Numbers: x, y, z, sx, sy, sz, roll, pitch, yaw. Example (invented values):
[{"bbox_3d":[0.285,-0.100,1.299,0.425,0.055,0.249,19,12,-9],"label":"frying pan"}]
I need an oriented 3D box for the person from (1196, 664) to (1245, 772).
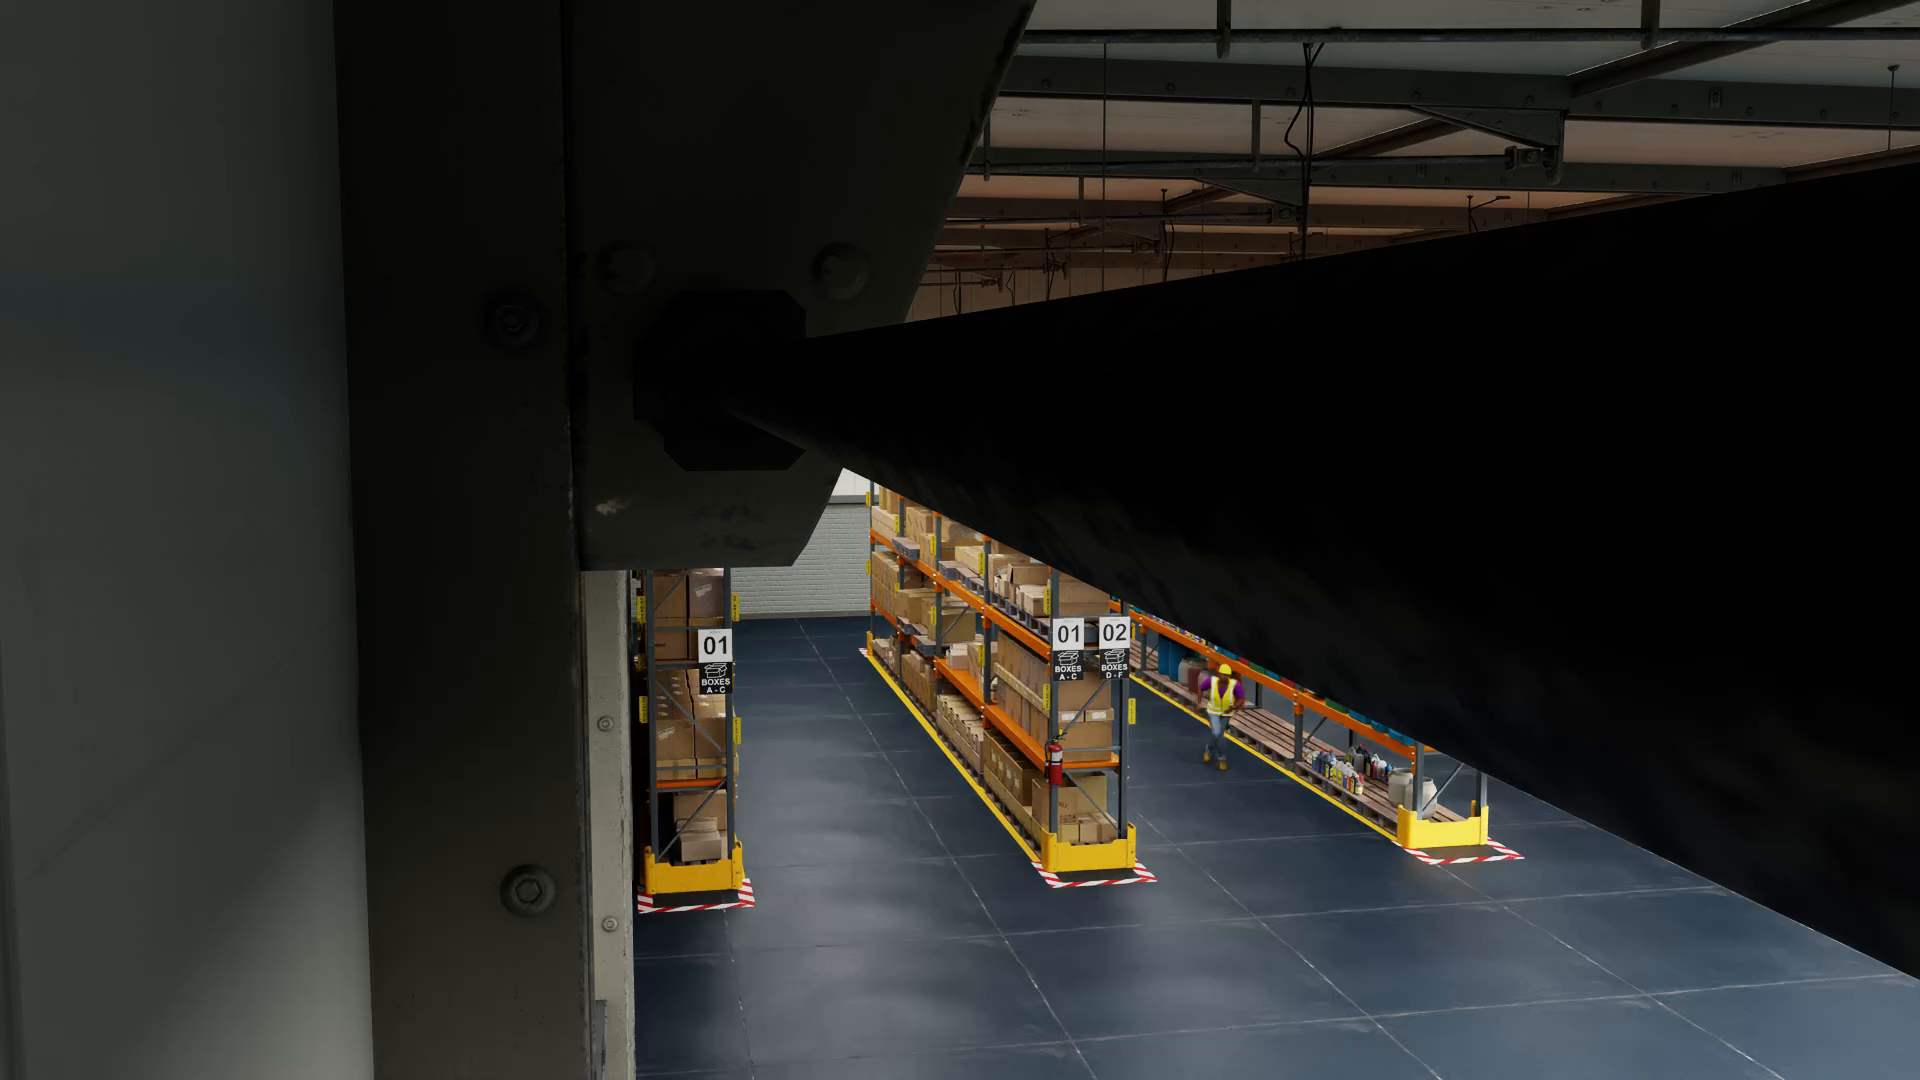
[{"bbox_3d":[4.105,2.762,26.344,0.749,1.689,0.872,0,6,-3],"label":"person"}]
